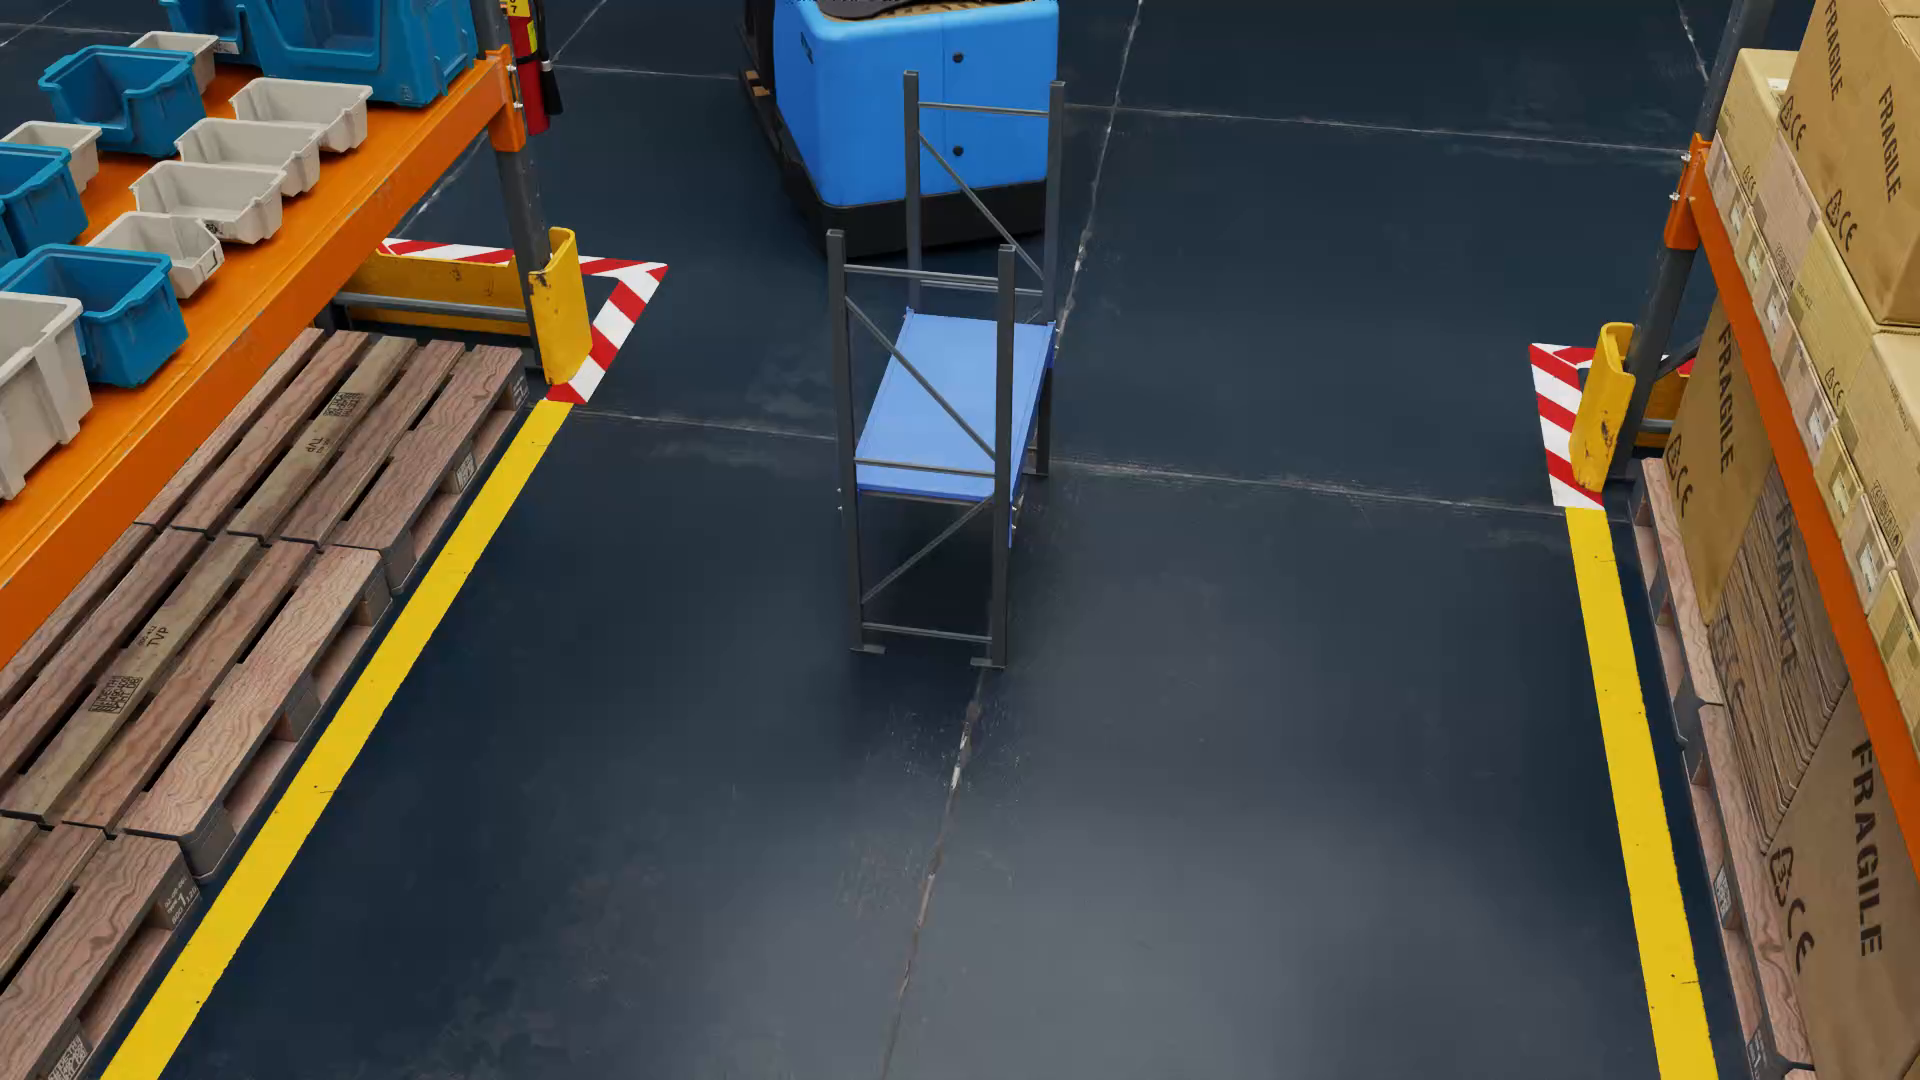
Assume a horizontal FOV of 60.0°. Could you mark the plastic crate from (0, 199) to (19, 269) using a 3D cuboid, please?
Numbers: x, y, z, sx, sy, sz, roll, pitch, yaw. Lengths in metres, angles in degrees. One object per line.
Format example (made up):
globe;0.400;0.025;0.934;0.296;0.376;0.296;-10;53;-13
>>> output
plastic crate;-2.711;-0.734;4.368;0.416;0.233;0.300;6;40;8

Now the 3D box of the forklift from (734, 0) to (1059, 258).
forklift;-0.484;-3.279;7.416;1.130;2.935;3.031;-11;41;-12

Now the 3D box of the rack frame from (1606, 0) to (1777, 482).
rack frame;2.814;-1.362;5.044;1.000;3.000;0.127;6;40;8

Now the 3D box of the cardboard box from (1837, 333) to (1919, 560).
cardboard box;2.206;-0.178;3.495;0.500;0.250;0.500;6;40;7

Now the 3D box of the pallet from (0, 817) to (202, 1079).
pallet;-2.668;1.211;4.120;1.003;0.211;1.213;6;40;8

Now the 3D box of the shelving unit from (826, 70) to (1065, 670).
shelving unit;-0.015;-0.524;5.207;0.538;1.500;1.048;6;40;8

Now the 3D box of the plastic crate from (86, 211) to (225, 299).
plastic crate;-2.149;-0.753;4.466;0.298;0.136;0.250;6;40;8

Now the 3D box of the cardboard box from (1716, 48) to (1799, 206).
cardboard box;2.465;-1.148;4.668;0.500;0.250;0.500;5;40;6

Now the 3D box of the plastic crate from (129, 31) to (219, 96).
plastic crate;-2.569;-1.519;5.393;0.250;0.136;0.298;6;40;8

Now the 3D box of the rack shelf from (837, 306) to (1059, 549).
rack shelf;-0.015;-0.386;5.322;0.538;0.185;1.000;6;40;8

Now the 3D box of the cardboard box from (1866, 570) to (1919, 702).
cardboard box;2.074;0.211;3.338;0.380;0.149;0.250;6;40;7

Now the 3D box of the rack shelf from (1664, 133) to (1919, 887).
rack shelf;2.468;0.170;3.755;1.077;0.370;4.000;6;40;8

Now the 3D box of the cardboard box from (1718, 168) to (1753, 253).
cardboard box;2.384;-0.918;4.703;0.380;0.149;0.250;6;40;7

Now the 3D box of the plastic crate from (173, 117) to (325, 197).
plastic crate;-2.092;-1.118;4.908;0.396;0.136;0.243;6;40;8

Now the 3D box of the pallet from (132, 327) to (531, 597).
pallet;-2.246;-0.321;5.972;1.003;0.211;1.213;6;40;8

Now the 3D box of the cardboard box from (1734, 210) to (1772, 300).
cardboard box;2.340;-0.757;4.509;0.380;0.149;0.250;6;40;7

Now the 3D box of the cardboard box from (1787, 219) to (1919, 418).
cardboard box;2.291;-0.506;3.892;0.500;0.250;0.500;5;40;6

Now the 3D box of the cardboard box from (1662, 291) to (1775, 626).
cardboard box;2.782;-0.295;5.091;0.875;0.875;0.875;6;40;8

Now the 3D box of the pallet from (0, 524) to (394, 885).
pallet;-2.459;0.443;5.049;1.003;0.211;1.213;6;40;8

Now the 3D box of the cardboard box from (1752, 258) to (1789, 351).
cardboard box;2.296;-0.593;4.311;0.380;0.149;0.250;6;40;7

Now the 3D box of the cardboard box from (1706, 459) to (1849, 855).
cardboard box;2.624;0.276;4.400;0.875;0.875;0.875;6;40;8

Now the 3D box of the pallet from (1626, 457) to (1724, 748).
pallet;2.752;0.223;5.315;1.003;0.211;1.213;6;40;8

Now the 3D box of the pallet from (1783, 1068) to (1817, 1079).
pallet;2.330;1.754;3.463;1.003;0.211;1.213;6;40;8

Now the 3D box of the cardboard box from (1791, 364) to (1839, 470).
cardboard box;2.207;-0.272;3.922;0.380;0.149;0.250;6;40;7

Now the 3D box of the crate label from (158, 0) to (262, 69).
crate label;-2.432;-1.748;5.595;0.416;0.233;0.303;6;40;8

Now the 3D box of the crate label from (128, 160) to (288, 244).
crate label;-2.116;-0.941;4.693;0.396;0.136;0.243;6;40;8

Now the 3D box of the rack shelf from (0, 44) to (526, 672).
rack shelf;-2.411;-0.376;4.415;1.077;0.370;4.000;6;40;8

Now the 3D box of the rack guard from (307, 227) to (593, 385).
rack guard;-2.073;-0.962;6.521;1.175;0.500;0.348;6;40;8

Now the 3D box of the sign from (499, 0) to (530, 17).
sign;-1.520;-1.921;5.591;0.100;0.325;0.005;6;40;8

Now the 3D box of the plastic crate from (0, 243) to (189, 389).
plastic crate;-2.167;-0.550;4.145;0.416;0.233;0.300;6;40;8

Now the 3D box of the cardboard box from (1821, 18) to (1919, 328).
cardboard box;2.294;-0.797;3.656;0.500;0.500;0.500;5;40;6

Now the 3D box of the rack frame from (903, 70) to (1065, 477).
rack frame;0.073;-0.844;5.593;0.500;1.500;0.032;6;40;8

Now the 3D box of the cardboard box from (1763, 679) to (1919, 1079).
cardboard box;2.470;0.835;3.724;0.875;0.875;0.875;6;40;8

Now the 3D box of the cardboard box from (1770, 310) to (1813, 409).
cardboard box;2.251;-0.434;4.118;0.380;0.149;0.250;6;40;7

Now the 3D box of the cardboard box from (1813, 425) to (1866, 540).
cardboard box;2.162;-0.114;3.731;0.380;0.149;0.250;5;40;7

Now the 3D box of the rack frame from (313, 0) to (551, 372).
rack frame;-2.065;-1.909;5.704;1.000;3.000;0.127;6;40;8

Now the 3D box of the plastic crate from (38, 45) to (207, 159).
plastic crate;-2.546;-1.335;5.095;0.416;0.233;0.300;6;40;8

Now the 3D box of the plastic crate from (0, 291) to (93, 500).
plastic crate;-2.311;-0.314;3.821;0.437;0.282;0.530;6;40;8

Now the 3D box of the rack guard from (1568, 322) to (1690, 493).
rack guard;2.818;-0.414;5.859;1.175;0.500;0.348;6;40;8

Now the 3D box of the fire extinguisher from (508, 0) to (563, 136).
fire extinguisher;-1.591;-1.780;5.902;0.296;0.674;0.183;6;40;8

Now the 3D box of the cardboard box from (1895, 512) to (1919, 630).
cardboard box;2.115;0.140;3.111;0.500;0.250;0.500;7;40;9

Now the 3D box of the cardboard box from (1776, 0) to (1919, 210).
cardboard box;2.378;-1.123;4.050;0.500;0.500;0.500;5;40;7

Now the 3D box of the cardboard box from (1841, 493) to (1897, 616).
cardboard box;2.119;0.051;3.531;0.380;0.149;0.250;7;40;8

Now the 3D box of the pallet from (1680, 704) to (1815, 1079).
pallet;2.539;0.986;4.392;1.003;0.211;1.213;6;40;8

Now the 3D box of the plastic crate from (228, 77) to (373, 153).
plastic crate;-2.027;-1.298;5.126;0.396;0.136;0.243;6;40;8

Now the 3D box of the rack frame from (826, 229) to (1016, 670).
rack frame;-0.103;-0.205;4.821;0.500;1.500;0.032;6;40;8

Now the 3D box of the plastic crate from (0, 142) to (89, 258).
plastic crate;-2.659;-0.922;4.596;0.416;0.233;0.300;6;40;8

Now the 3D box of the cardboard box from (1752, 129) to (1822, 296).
cardboard box;2.381;-0.821;4.273;0.500;0.250;0.500;6;40;7

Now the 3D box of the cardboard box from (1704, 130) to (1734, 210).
cardboard box;2.427;-1.079;4.898;0.380;0.149;0.250;7;40;8

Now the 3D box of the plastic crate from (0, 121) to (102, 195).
plastic crate;-2.686;-1.093;4.878;0.250;0.136;0.298;6;40;8

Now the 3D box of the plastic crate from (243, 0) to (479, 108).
plastic crate;-1.939;-1.715;5.395;0.616;0.435;0.499;6;40;8

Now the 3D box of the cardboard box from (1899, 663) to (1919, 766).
cardboard box;2.029;0.371;3.144;0.380;0.149;0.250;7;40;9
